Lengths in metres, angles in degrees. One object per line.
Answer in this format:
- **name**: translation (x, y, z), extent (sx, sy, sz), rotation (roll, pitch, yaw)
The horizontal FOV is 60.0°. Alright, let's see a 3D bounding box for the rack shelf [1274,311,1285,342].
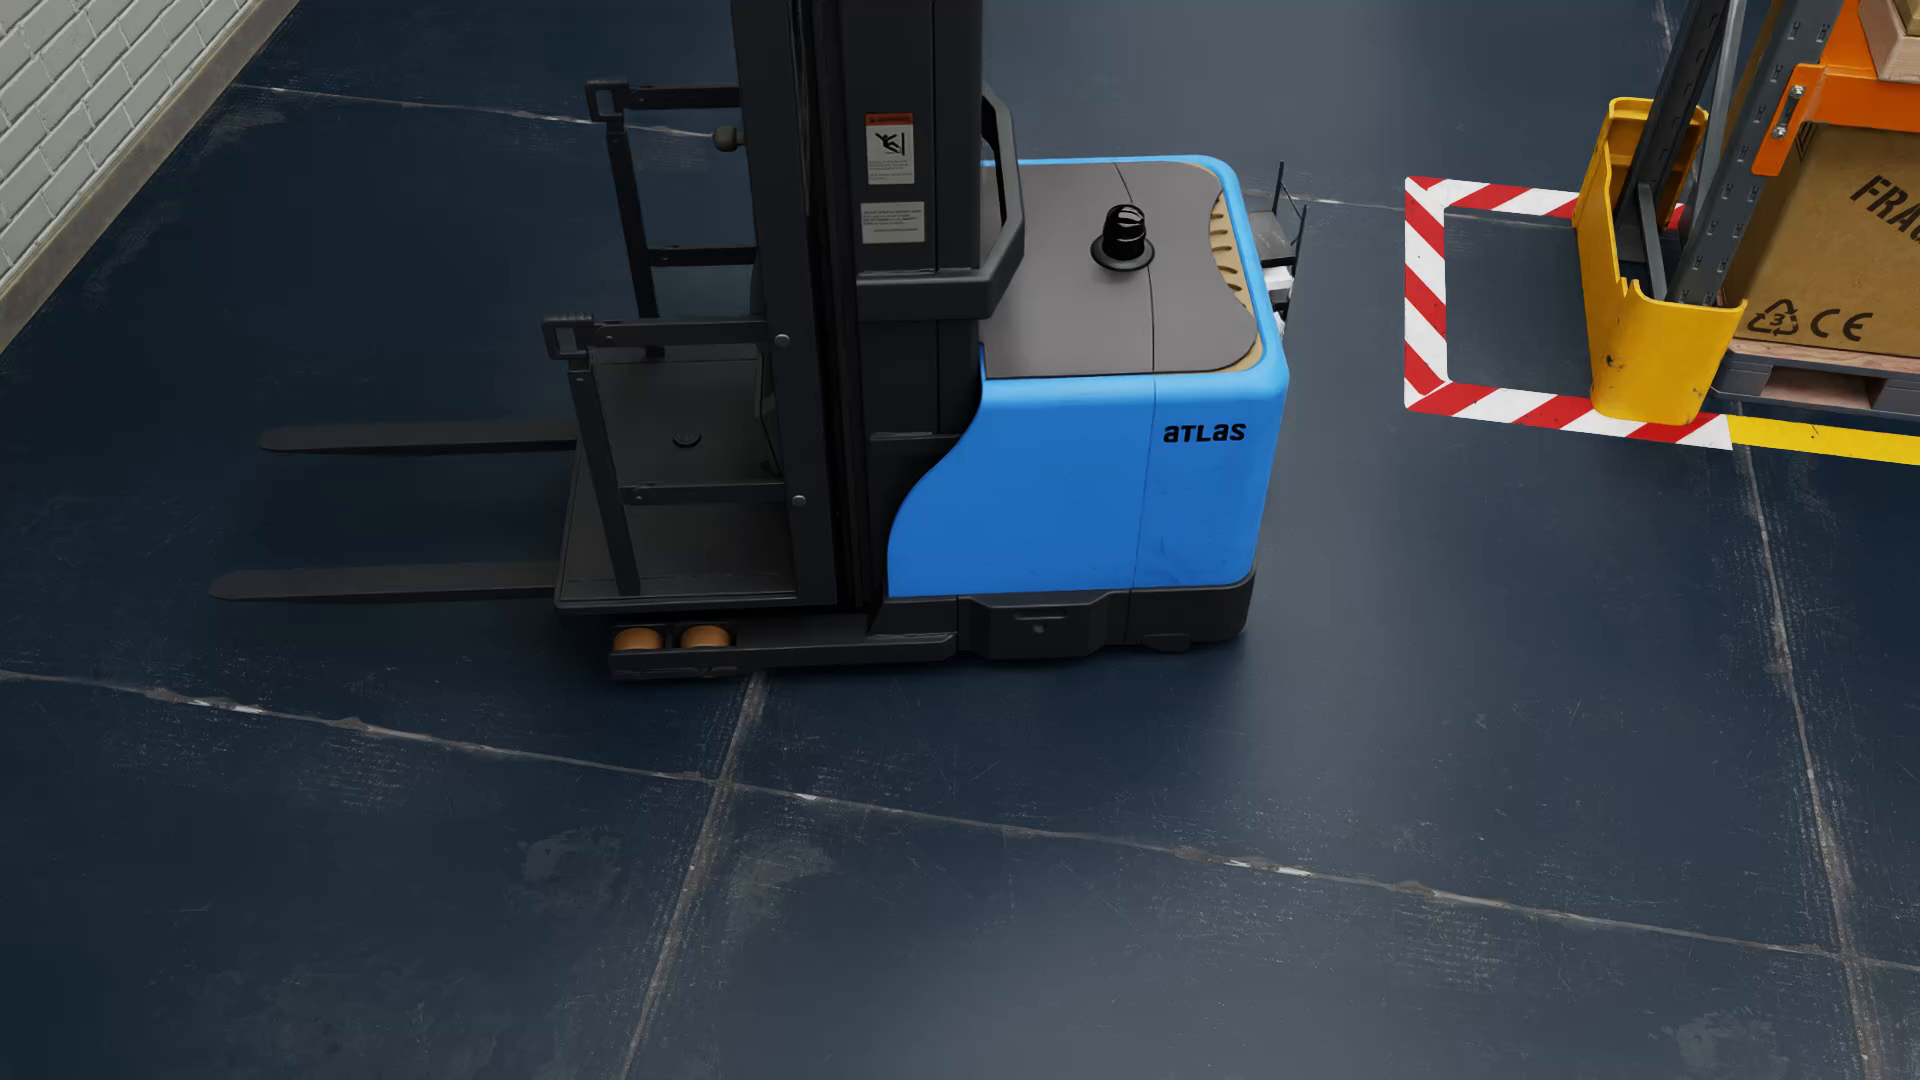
- **rack shelf**: translation (0.906, -0.735, 5.350), extent (0.200, 0.077, 0.258), rotation (-8, 49, -7)

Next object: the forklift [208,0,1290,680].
- **forklift**: translation (-0.679, -0.973, 4.154), extent (3.031, 2.935, 1.130), rotation (-2, 48, -2)

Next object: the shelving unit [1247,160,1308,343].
- **shelving unit**: translation (0.906, -0.757, 5.326), extent (0.210, 0.900, 0.258), rotation (-8, 49, -7)

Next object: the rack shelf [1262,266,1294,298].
- **rack shelf**: translation (0.906, -0.855, 5.216), extent (0.200, 0.077, 0.258), rotation (-8, 49, -7)

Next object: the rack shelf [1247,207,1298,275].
- **rack shelf**: translation (0.906, -0.916, 5.150), extent (0.200, 0.077, 0.258), rotation (-8, 49, -7)

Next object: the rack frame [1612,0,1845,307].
- **rack frame**: translation (2.438, -1.826, 4.874), extent (0.127, 3.000, 1.000), rotation (8, 49, 7)

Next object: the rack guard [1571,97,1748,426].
- **rack guard**: translation (2.414, -0.993, 5.806), extent (0.348, 0.500, 1.175), rotation (8, 49, 7)

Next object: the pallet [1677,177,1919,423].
- **pallet**: translation (3.238, -0.845, 5.867), extent (1.213, 0.211, 1.003), rotation (8, 49, 7)

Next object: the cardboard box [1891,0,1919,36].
- **cardboard box**: translation (2.862, -1.614, 4.584), extent (0.500, 0.250, 0.500), rotation (7, 48, 6)

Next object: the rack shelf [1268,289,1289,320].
- **rack shelf**: translation (0.906, -0.795, 5.283), extent (0.200, 0.077, 0.258), rotation (-8, 49, -7)

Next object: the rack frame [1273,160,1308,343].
- **rack frame**: translation (1.006, -0.772, 5.339), extent (0.006, 0.900, 0.240), rotation (-8, 49, -7)

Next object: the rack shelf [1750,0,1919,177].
- **rack shelf**: translation (4.406, -1.320, 4.904), extent (4.000, 0.370, 1.077), rotation (8, 49, 7)

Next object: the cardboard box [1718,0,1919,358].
- **cardboard box**: translation (3.082, -1.230, 5.484), extent (0.875, 0.875, 0.875), rotation (8, 49, 7)

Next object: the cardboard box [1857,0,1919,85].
- **cardboard box**: translation (2.728, -1.453, 4.708), extent (0.250, 0.149, 0.380), rotation (8, 49, 7)
